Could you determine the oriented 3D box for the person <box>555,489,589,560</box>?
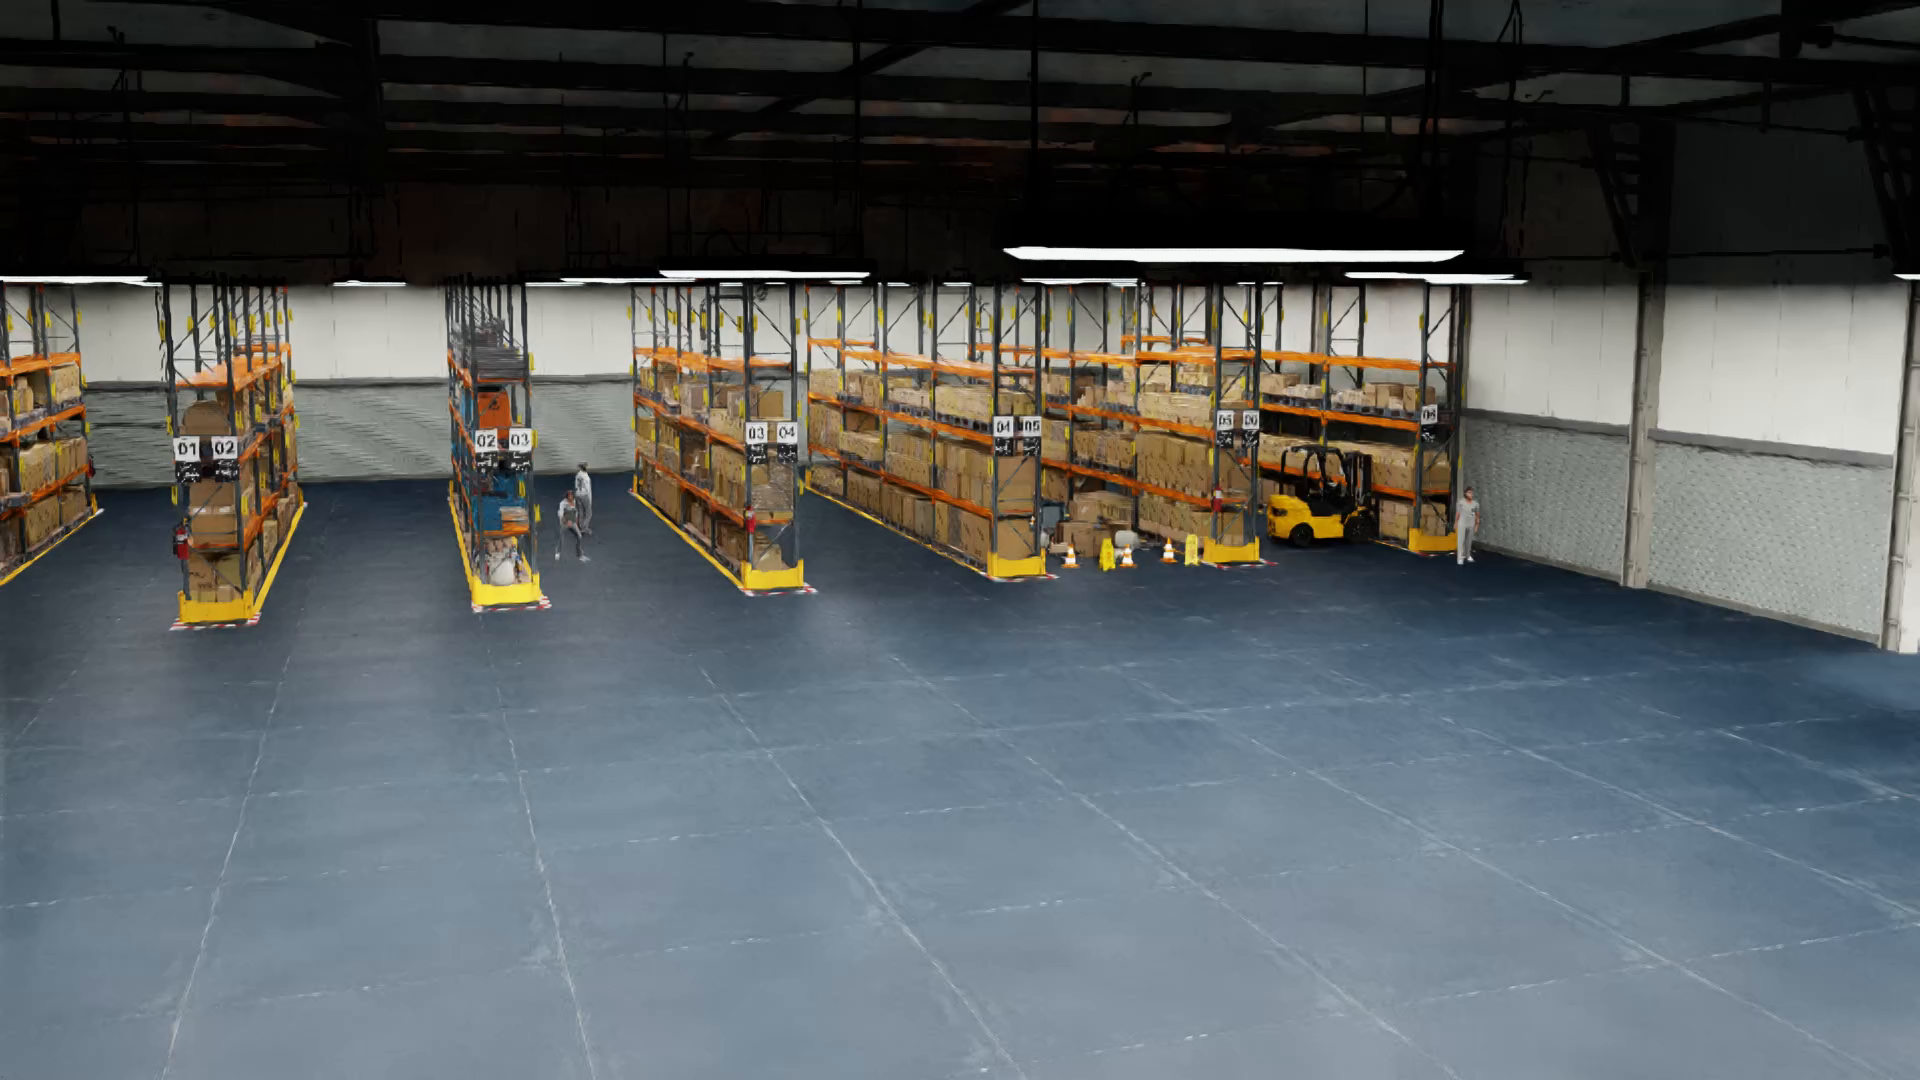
[{"bbox_3d":[-8.267,-0.330,35.126,0.566,1.530,0.767,-7,11,-38],"label":"person"}]

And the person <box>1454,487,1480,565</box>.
[{"bbox_3d":[10.594,-0.309,34.746,0.485,1.619,0.948,1,9,6],"label":"person"}]

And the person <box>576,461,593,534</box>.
[{"bbox_3d":[-8.857,-0.985,39.231,0.538,1.716,0.361,8,12,43],"label":"person"}]

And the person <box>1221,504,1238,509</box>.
[{"bbox_3d":[6.257,-1.009,38.780,0.632,1.768,0.452,7,11,39],"label":"person"}]

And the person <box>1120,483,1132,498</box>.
[{"bbox_3d":[4.560,-1.919,44.934,0.476,1.738,0.625,-7,11,-41],"label":"person"}]
